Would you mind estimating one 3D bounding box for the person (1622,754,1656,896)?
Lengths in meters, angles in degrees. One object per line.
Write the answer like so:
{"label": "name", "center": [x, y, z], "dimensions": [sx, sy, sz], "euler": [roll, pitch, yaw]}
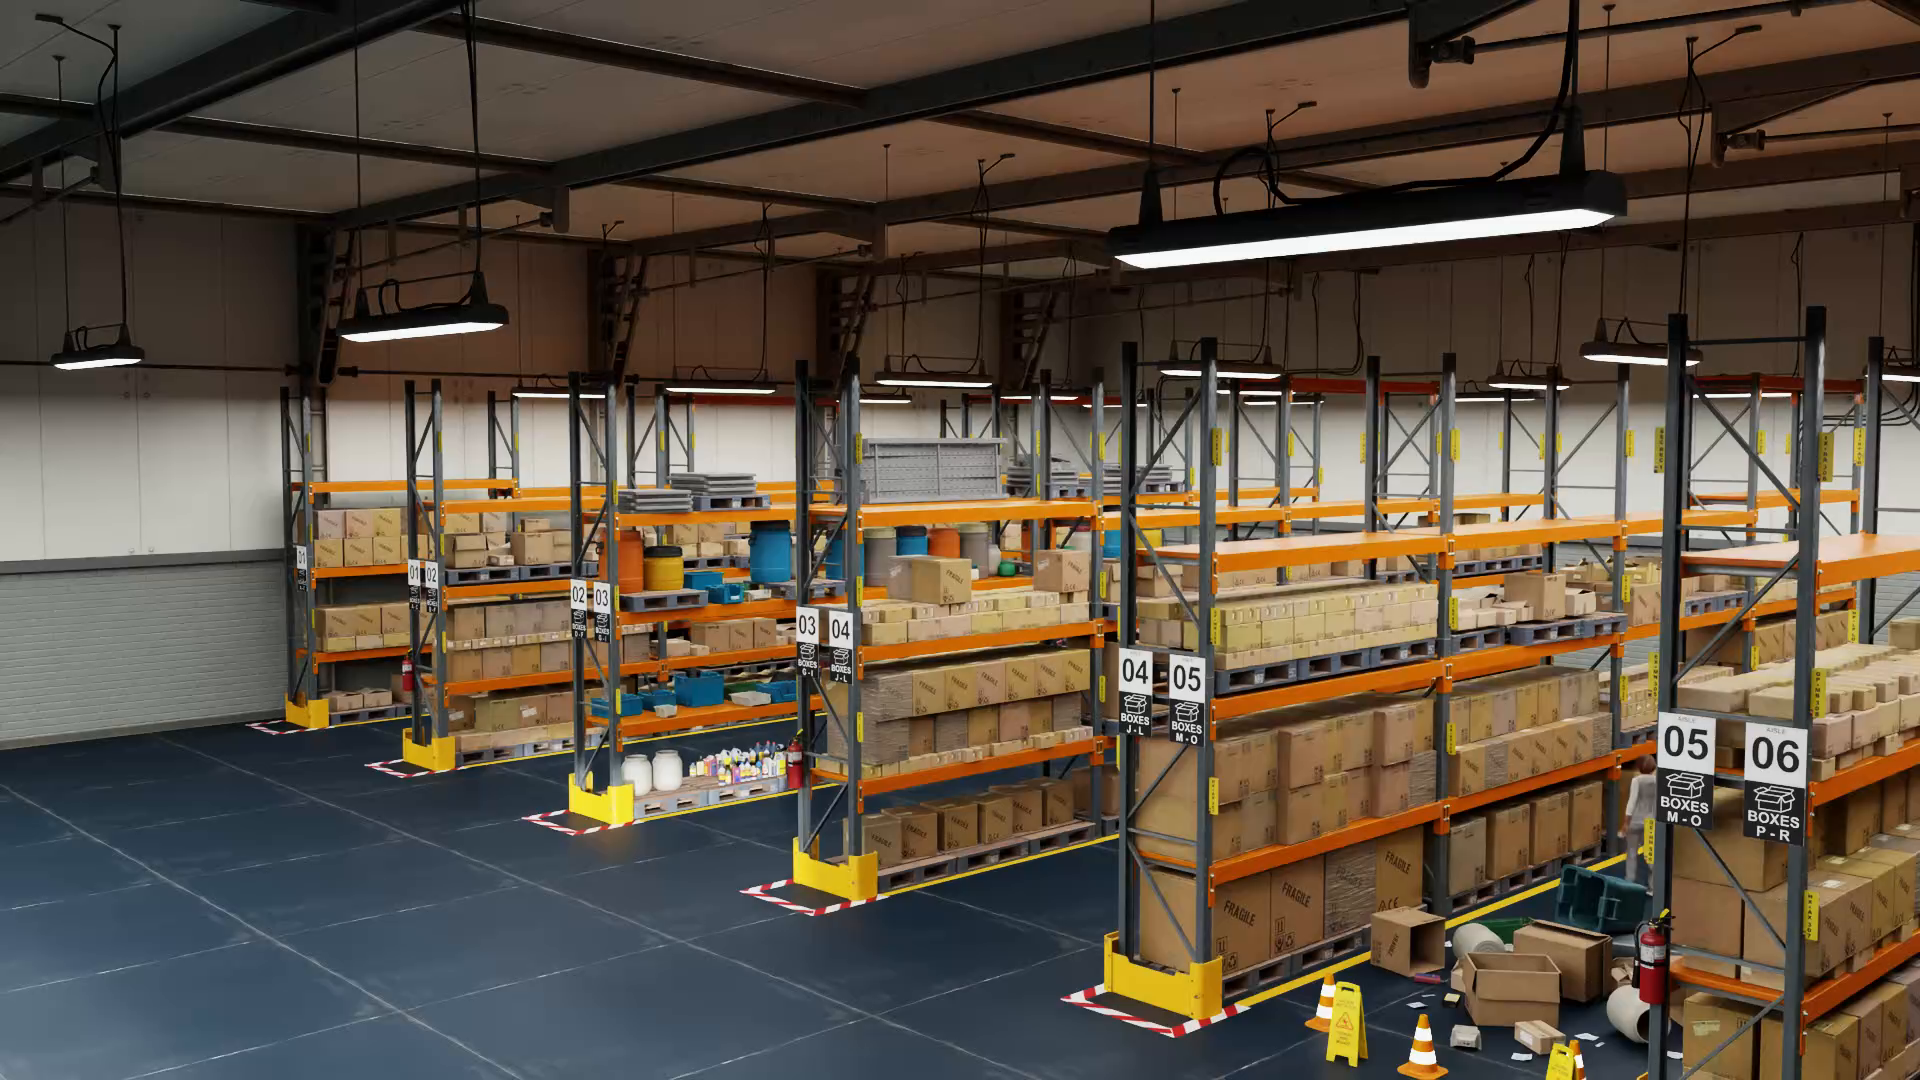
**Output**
{"label": "person", "center": [7.642, 3.183, 18.599], "dimensions": [0.446, 1.605, 0.334], "euler": [1, 4, 10]}
